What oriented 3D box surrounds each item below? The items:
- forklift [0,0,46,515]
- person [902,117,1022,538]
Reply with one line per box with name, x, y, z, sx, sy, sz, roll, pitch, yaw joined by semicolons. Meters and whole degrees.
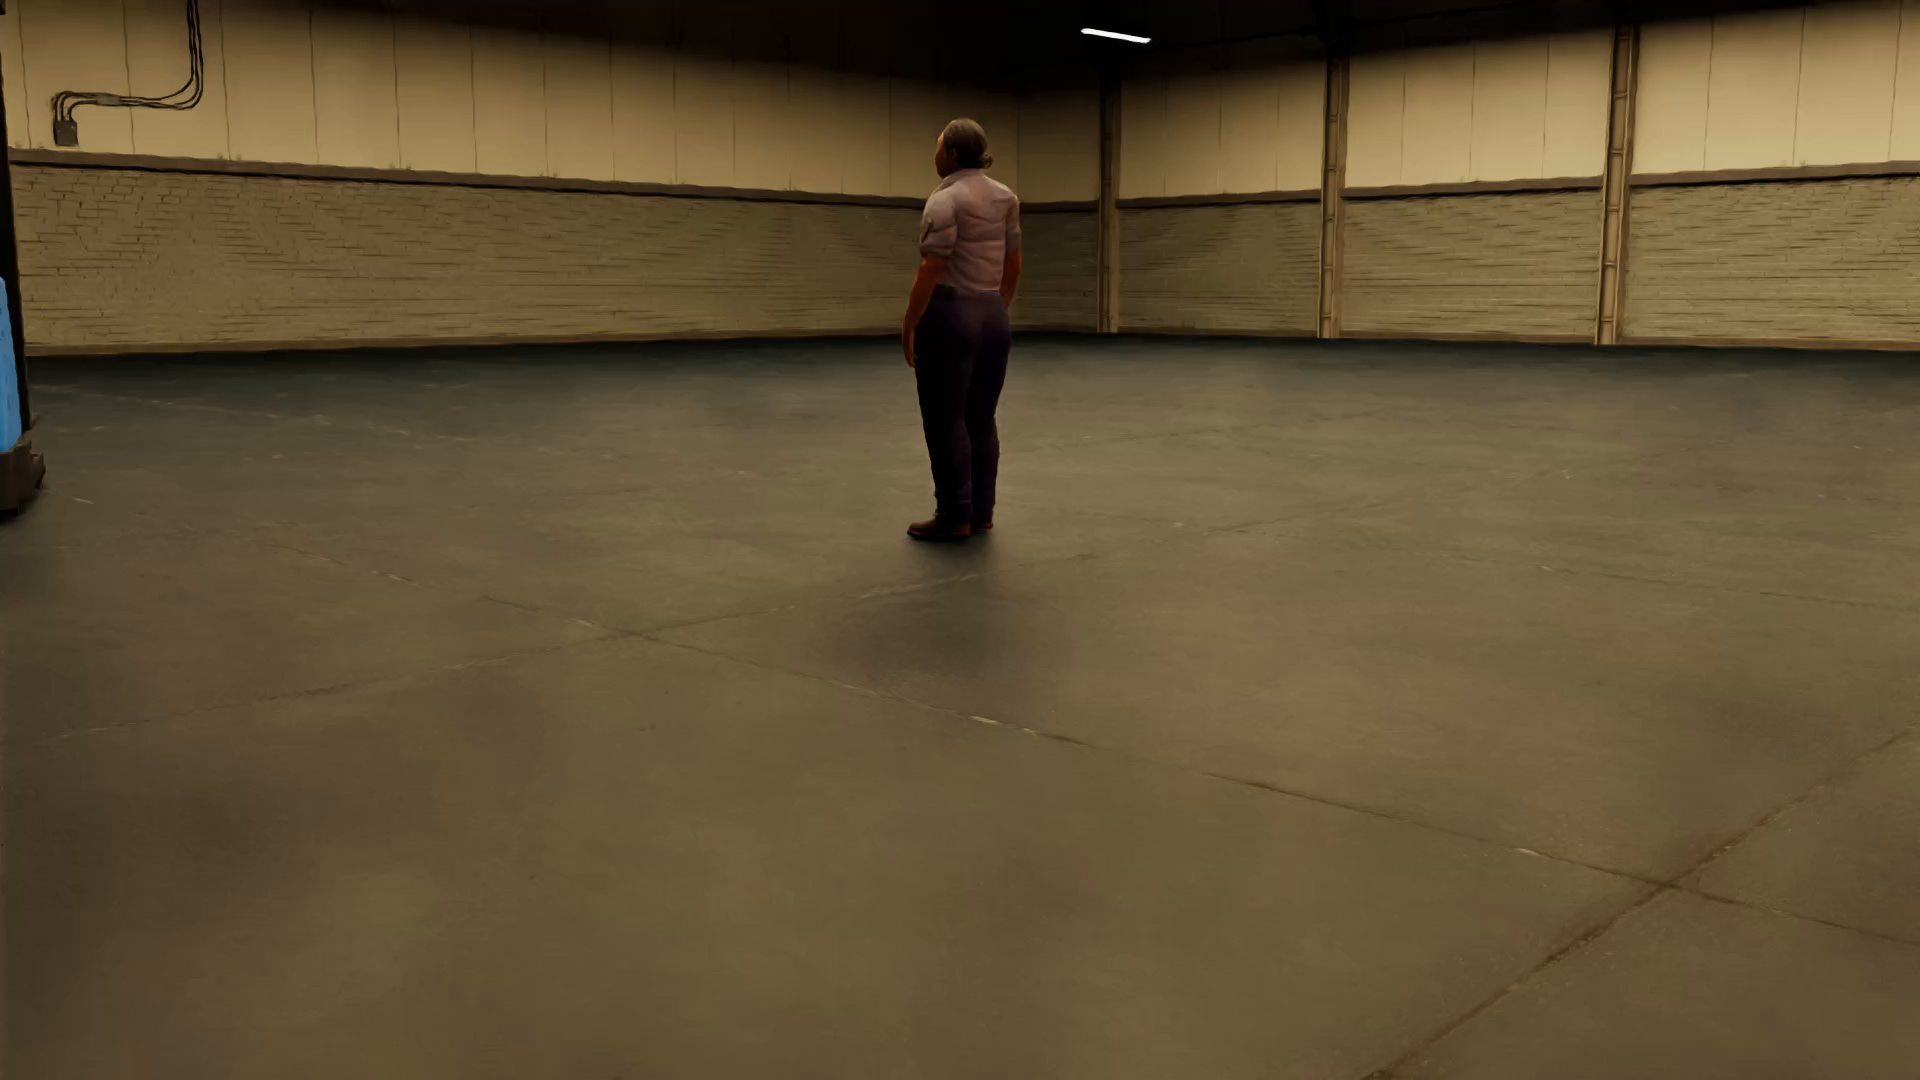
forklift;-5.153;-1.672;7.977;1.130;2.935;3.031;-4;10;-26
person;-0.049;-0.834;6.671;0.502;1.650;0.599;8;12;43
